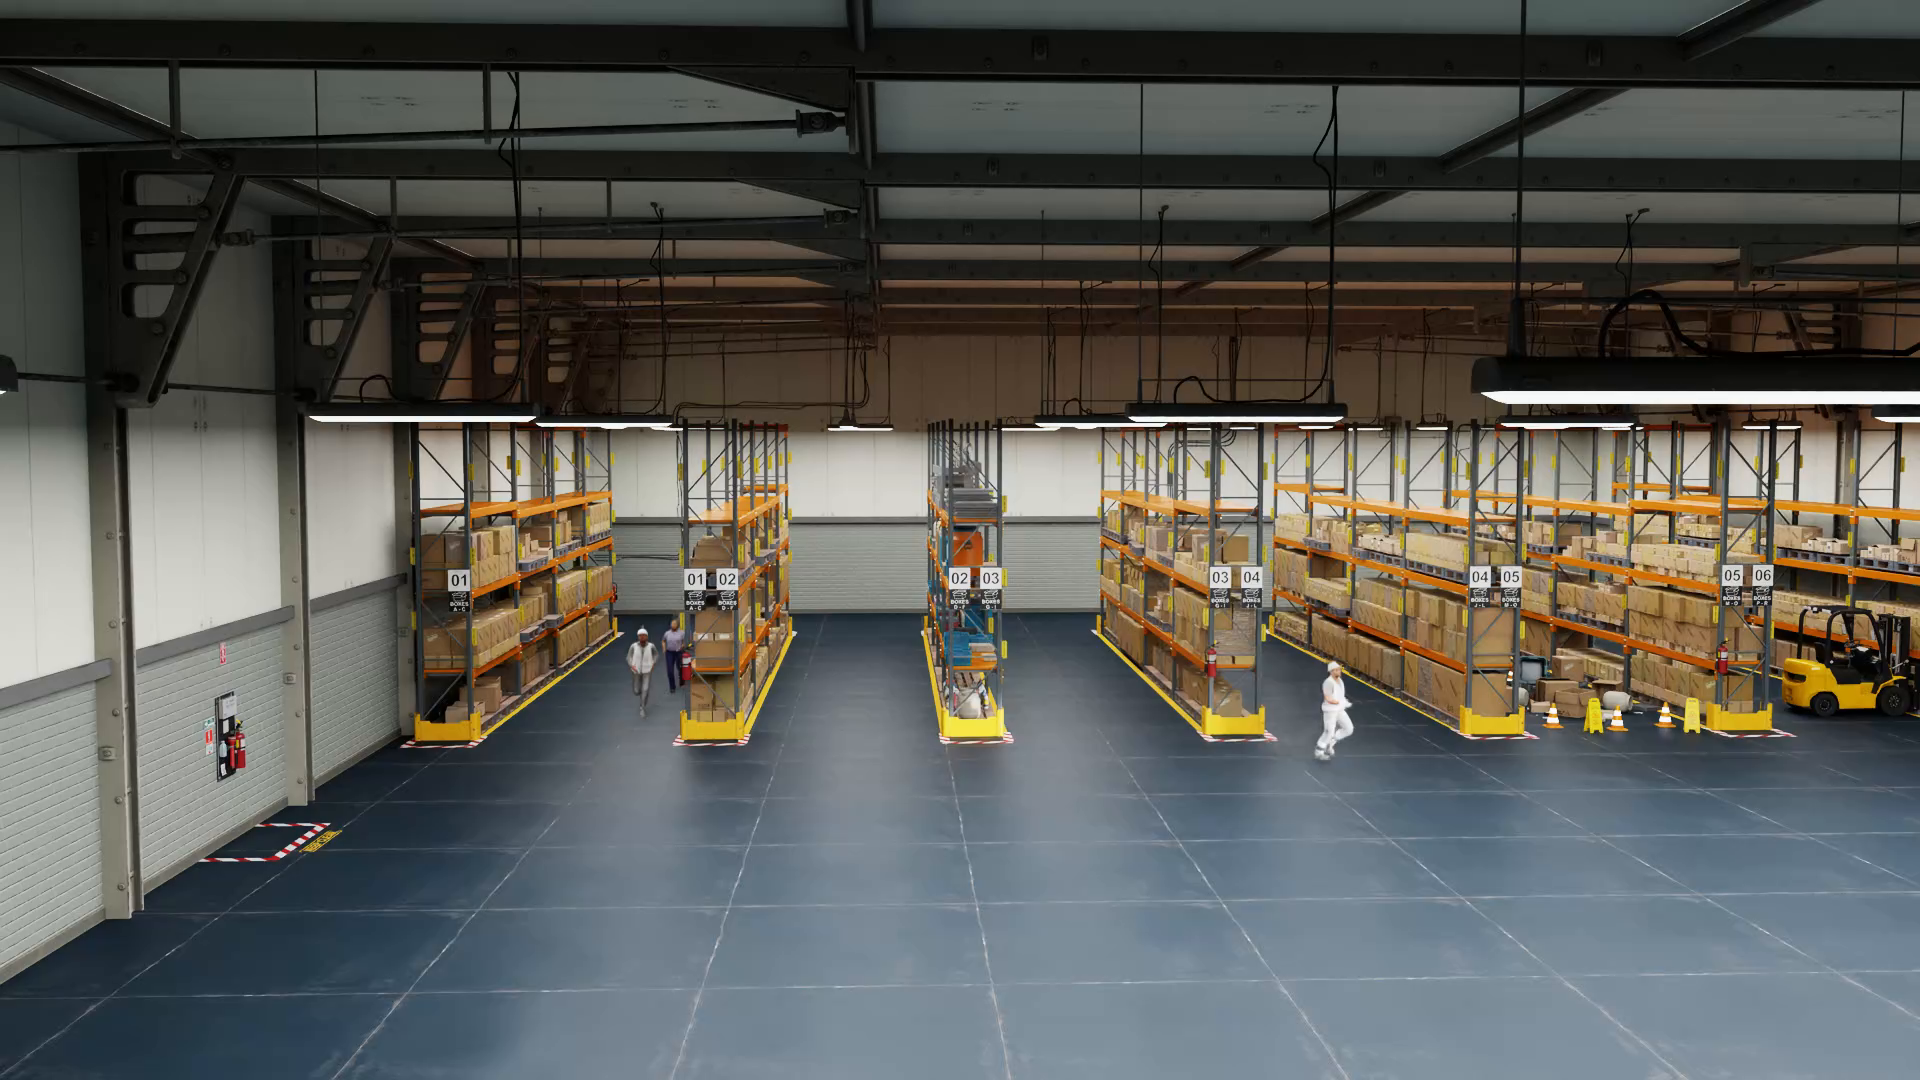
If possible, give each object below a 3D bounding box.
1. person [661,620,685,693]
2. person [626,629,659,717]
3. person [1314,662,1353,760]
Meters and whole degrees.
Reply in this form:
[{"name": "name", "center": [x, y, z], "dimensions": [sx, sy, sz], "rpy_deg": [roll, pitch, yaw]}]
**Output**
[{"name": "person", "center": [-6.324, 2.563, 36.843], "dimensions": [0.615, 1.602, 0.685], "rpy_deg": [0, 4, -3]}, {"name": "person", "center": [-6.499, 2.696, 34.046], "dimensions": [0.639, 1.760, 1.010], "rpy_deg": [0, 4, -2]}, {"name": "person", "center": [6.556, 2.979, 28.990], "dimensions": [0.683, 1.730, 0.749], "rpy_deg": [-4, 5, -44]}]
